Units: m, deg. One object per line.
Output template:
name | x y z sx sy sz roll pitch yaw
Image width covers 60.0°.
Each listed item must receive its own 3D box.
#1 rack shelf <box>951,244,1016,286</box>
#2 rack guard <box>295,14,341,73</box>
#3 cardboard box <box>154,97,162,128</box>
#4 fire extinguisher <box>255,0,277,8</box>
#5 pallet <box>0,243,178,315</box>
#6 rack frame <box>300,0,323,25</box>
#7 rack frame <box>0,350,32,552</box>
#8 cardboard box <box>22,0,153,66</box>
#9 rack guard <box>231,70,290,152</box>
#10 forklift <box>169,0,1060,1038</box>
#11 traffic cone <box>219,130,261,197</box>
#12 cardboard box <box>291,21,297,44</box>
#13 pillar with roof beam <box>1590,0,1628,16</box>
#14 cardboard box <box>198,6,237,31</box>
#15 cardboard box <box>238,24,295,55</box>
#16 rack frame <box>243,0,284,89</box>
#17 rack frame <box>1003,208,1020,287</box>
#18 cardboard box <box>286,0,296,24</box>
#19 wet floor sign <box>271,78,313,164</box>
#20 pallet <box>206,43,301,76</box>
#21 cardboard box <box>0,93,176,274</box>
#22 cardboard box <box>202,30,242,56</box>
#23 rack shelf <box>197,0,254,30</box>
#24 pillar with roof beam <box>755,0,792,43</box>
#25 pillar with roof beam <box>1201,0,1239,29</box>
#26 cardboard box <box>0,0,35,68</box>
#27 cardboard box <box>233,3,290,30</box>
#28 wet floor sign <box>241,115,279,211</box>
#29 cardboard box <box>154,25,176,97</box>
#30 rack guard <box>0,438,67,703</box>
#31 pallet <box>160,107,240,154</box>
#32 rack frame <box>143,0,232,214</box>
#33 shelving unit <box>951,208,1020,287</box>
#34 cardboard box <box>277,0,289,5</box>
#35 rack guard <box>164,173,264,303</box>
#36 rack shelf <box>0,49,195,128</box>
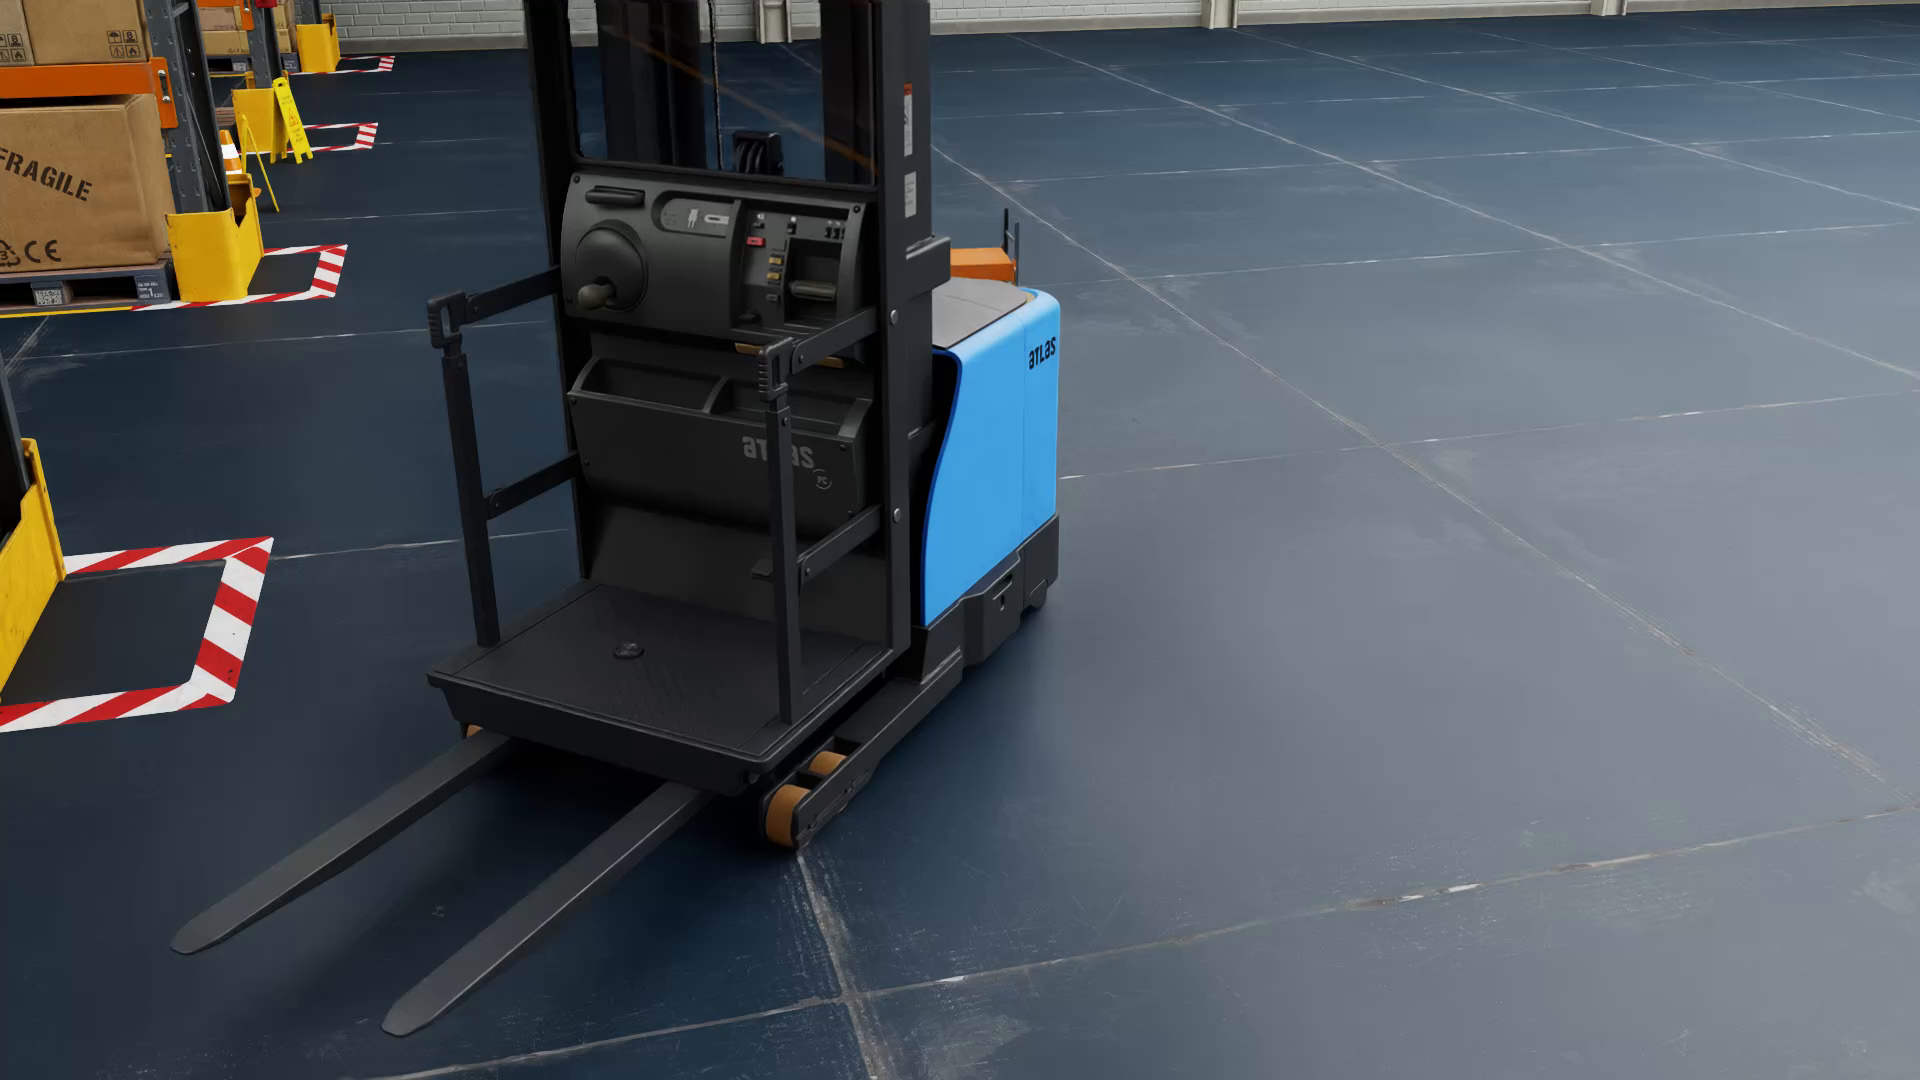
rack shelf | -0.059 -0.946 5.936 0.480 0.148 0.258 -3 23 -8
rack guard | -7.157 -5.549 18.549 0.348 0.500 1.175 -6 24 -14
cardboard box | -6.564 -3.550 13.674 0.500 0.250 0.500 -6 24 -15
fire extinguisher | -5.601 -4.613 13.295 0.183 0.674 0.296 -6 24 -14
pallet | -5.150 -1.546 9.587 1.213 0.211 1.003 -6 24 -14
rack frame | -7.180 -6.696 18.050 0.127 3.000 1.000 -6 24 -14
rack frame | -3.159 -1.049 4.891 0.127 3.000 1.000 -6 24 -14
cardboard box | -4.746 -2.955 9.143 0.550 0.550 0.875 -6 24 -14
rack guard | -5.909 -3.655 14.133 0.348 0.500 1.175 -6 24 -14
forklift | -0.760 -0.734 4.245 1.130 2.935 3.031 11 26 24
traffic cone | -5.274 -2.725 12.014 0.334 0.463 0.336 -6 24 -14
cardboard box | -7.706 -5.647 18.561 0.500 0.250 0.500 -6 24 -14
pillar with roof beam | 10.400 -10.003 18.151 0.400 9.000 9.100 -6 24 -14
cardboard box | -8.050 -5.635 17.899 0.500 0.250 0.500 -7 24 -15
cardboard box | -7.547 -5.455 18.113 0.500 0.250 0.500 -6 24 -14
rack frame | -5.836 -4.811 13.659 0.127 3.000 1.000 -6 24 -14
rack frame | 0.182 -0.599 6.125 0.015 1.200 0.240 -3 23 -8
cardboard box | -7.689 -5.883 18.478 0.500 0.250 0.500 -6 24 -13
wet floor sign | -5.364 -3.343 13.224 0.232 0.644 0.267 2 23 4
pallet | -7.905 -5.317 18.373 1.213 0.211 1.003 -6 24 -14
cardboard box | -5.036 -2.062 9.414 0.875 0.875 0.875 -6 24 -14
cardboard box | -8.028 -5.406 17.998 0.500 0.250 0.500 -6 24 -14
rack shelf | -7.761 -4.268 13.305 4.000 0.370 1.077 -6 24 -14
pillar with roof beam | -1.154 -8.725 15.172 0.400 9.000 9.100 -6 24 -14
pillar with roof beam | 4.623 -9.364 16.662 0.400 9.000 9.100 -6 24 -14
cardboard box | -5.270 -2.888 8.987 0.550 0.550 0.875 -6 24 -14
cardboard box | -7.564 -5.684 18.014 0.500 0.250 0.500 -7 24 -15
wet floor sign | -4.908 -2.616 11.528 0.232 0.644 0.267 -11 25 -23
cardboard box | -6.537 -3.901 13.541 0.500 0.500 0.500 -6 24 -14
rack guard | -3.232 0.108 5.365 0.348 0.500 1.175 -6 24 -14
pallet | -6.701 -3.449 14.020 1.213 0.211 1.003 -6 24 -14
rack frame | -4.401 -2.943 9.304 0.127 3.000 1.000 -6 24 -14
shelving unit | -0.059 -0.585 6.091 0.503 1.200 0.258 -3 23 -8
cardboard box | -7.539 -5.917 17.922 0.500 0.250 0.500 -5 24 -13
rack guard | -4.378 -1.797 9.803 0.348 0.500 1.175 -6 24 -14
rack shelf | -6.327 -2.399 8.950 4.000 0.370 1.077 -6 24 -14
